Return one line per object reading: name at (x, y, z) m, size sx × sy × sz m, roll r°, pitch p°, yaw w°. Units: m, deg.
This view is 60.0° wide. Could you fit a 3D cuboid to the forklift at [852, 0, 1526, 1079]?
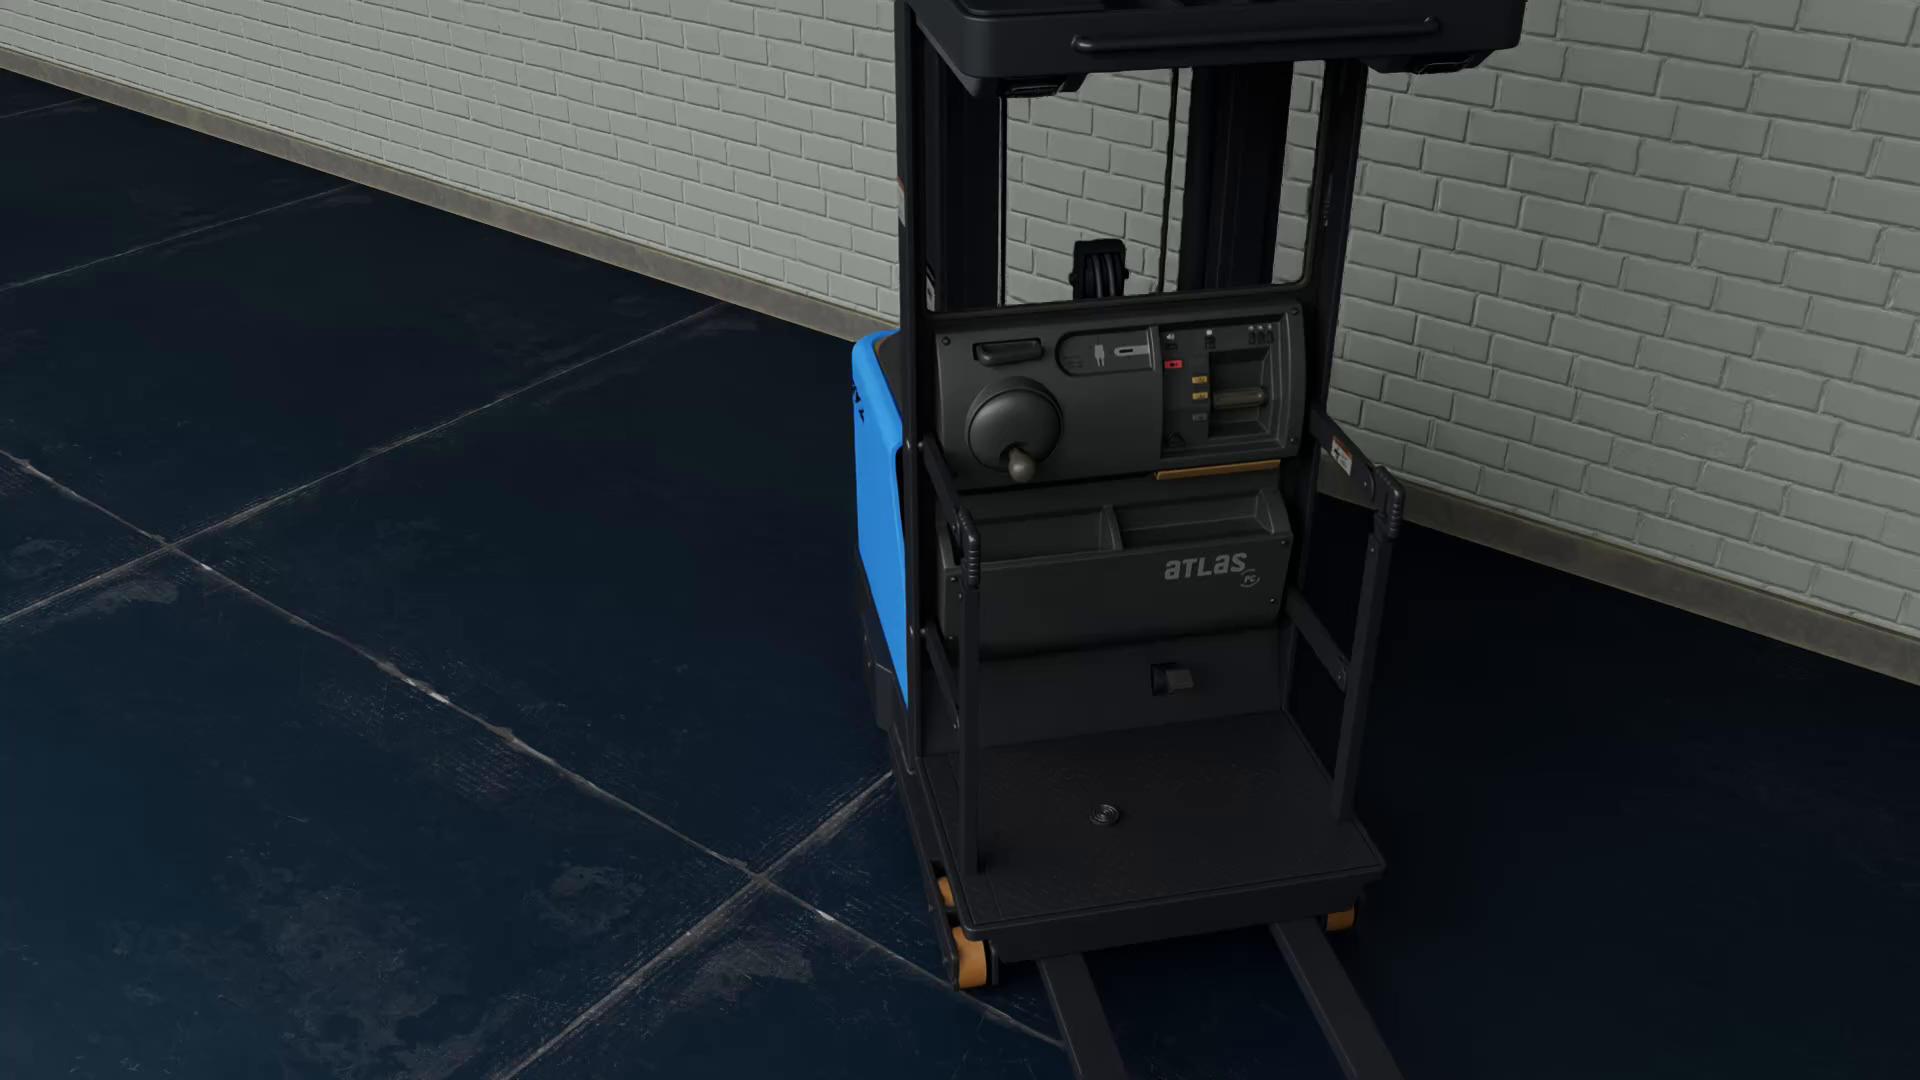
forklift at (0.449, -0.312, 3.902) m, size 1.130 × 2.935 × 3.031 m, roll -6°, pitch 31°, yaw -10°
